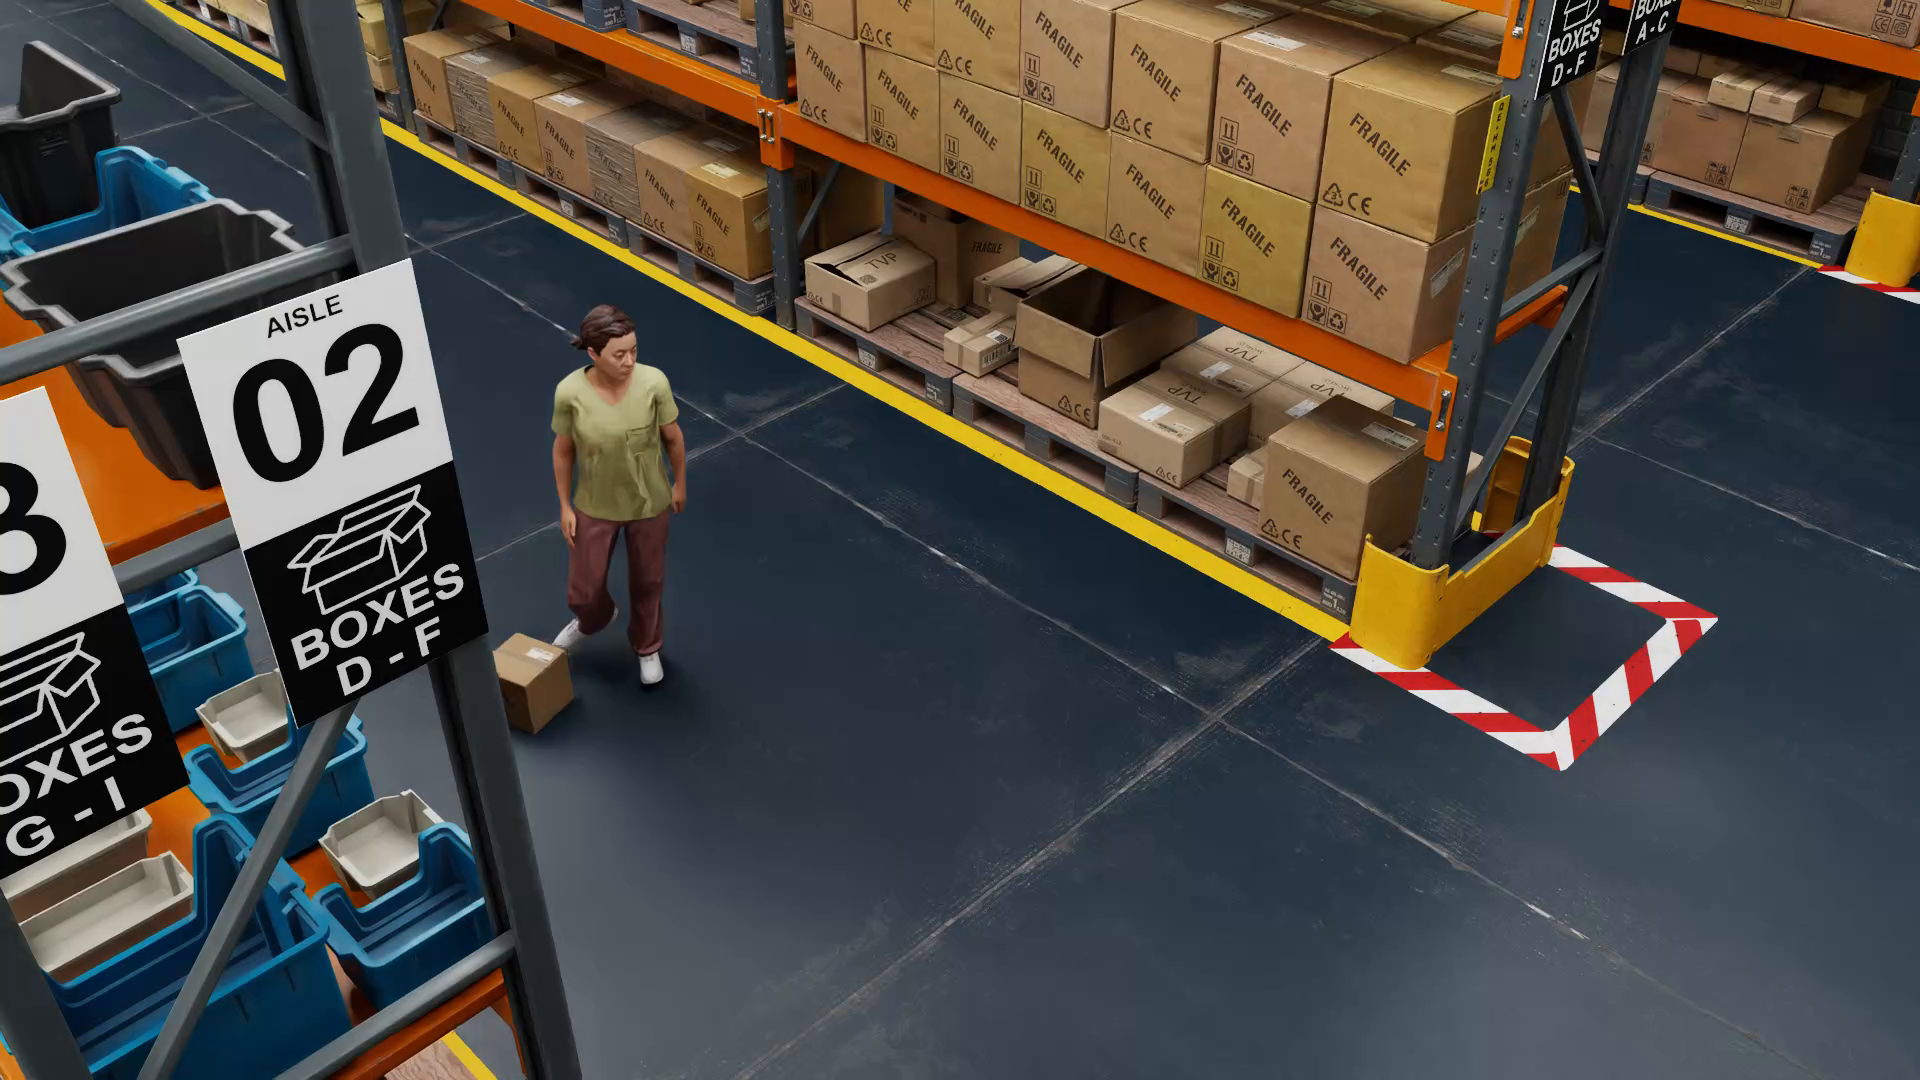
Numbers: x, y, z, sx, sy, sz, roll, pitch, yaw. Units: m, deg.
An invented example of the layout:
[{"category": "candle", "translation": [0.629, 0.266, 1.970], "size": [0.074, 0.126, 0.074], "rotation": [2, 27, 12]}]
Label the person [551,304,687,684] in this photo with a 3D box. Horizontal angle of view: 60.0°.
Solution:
[{"category": "person", "translation": [-1.348, -0.164, 6.346], "size": [0.625, 1.667, 0.436], "rotation": [-7, 36, -9]}]
